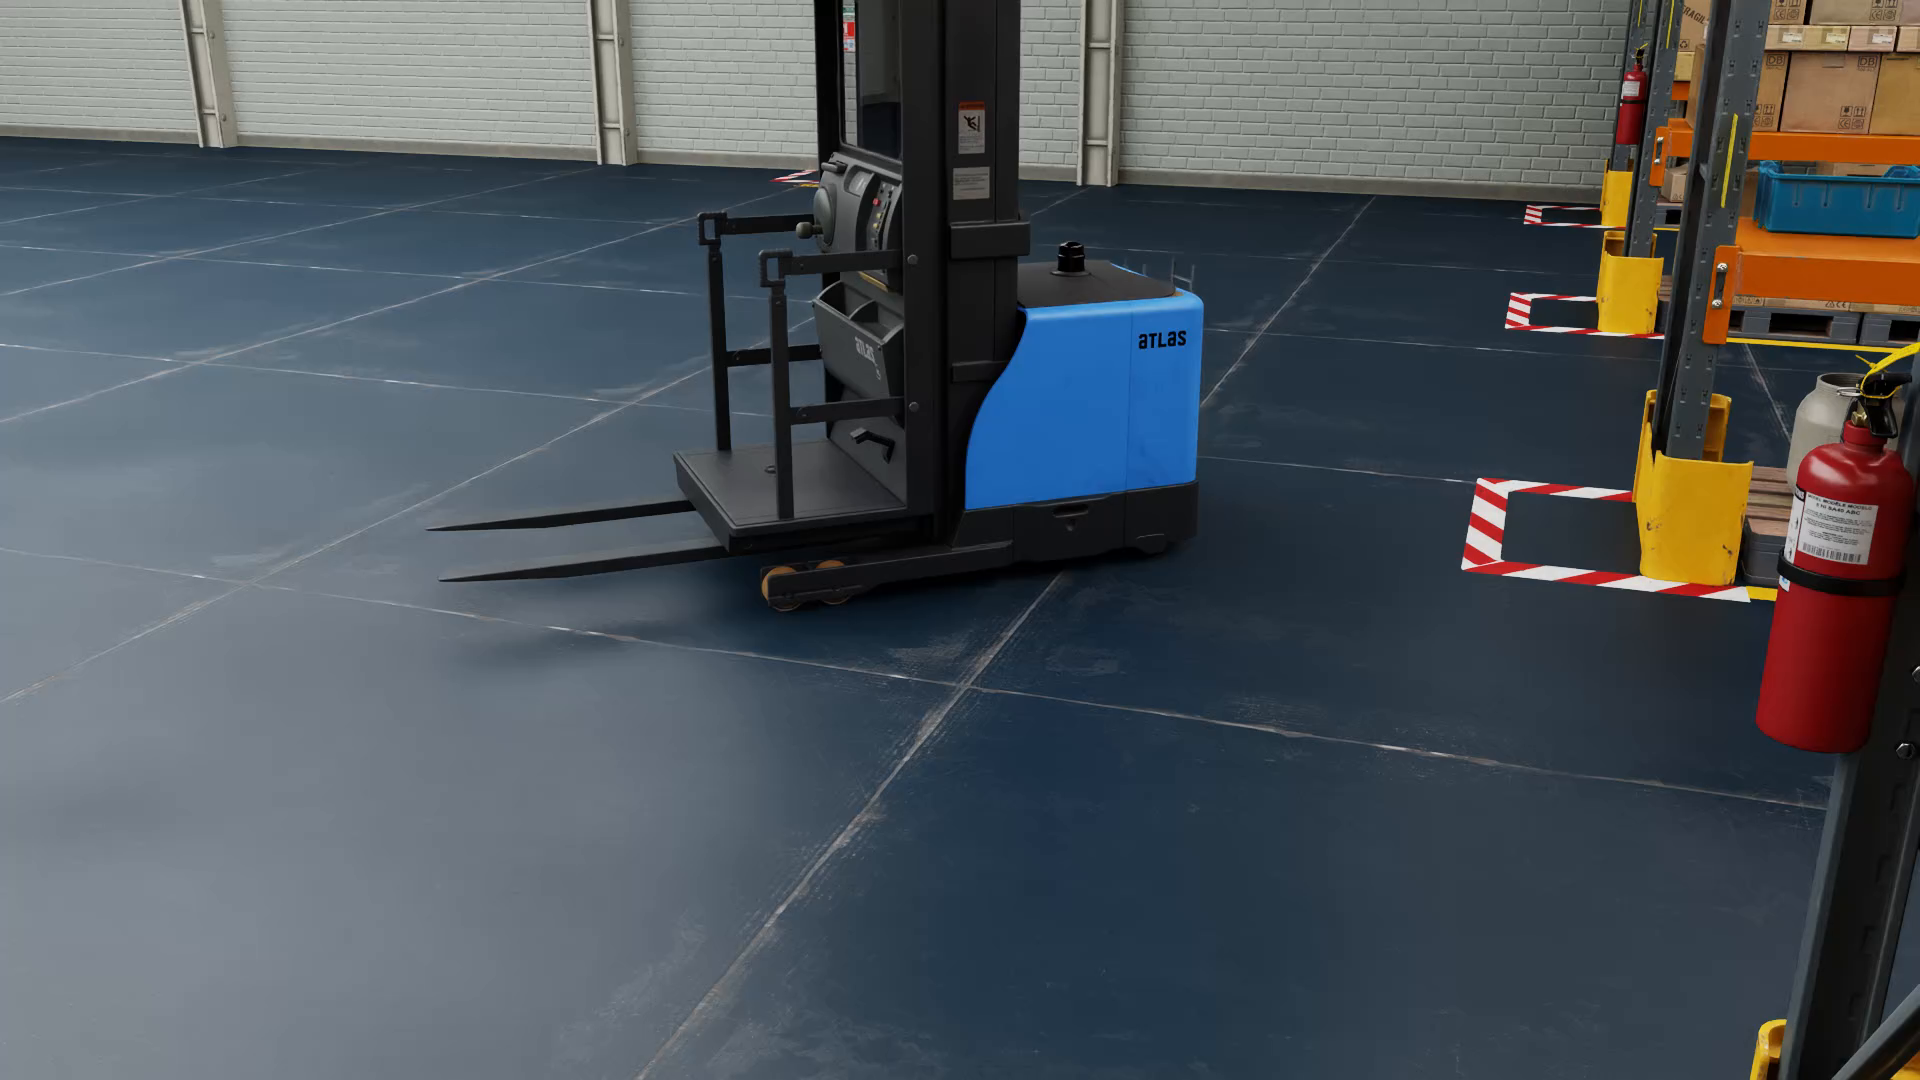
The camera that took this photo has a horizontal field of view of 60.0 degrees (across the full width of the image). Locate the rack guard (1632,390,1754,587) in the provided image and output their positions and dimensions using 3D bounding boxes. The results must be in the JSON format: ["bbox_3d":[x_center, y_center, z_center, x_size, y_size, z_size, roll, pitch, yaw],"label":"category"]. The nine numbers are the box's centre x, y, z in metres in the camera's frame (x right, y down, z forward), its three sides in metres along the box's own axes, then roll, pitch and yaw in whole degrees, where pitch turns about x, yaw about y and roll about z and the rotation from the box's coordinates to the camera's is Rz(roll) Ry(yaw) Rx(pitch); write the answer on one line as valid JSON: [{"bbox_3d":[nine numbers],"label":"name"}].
[{"bbox_3d":[3.075,-0.247,7.025,0.348,0.500,1.175,7,20,18],"label":"rack guard"}]

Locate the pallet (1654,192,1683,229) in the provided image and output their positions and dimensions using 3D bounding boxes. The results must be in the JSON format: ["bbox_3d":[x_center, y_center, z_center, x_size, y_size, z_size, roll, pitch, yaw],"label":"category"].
[{"bbox_3d":[7.066,-3.078,15.585,1.213,0.211,1.003,7,20,18],"label":"pallet"}]

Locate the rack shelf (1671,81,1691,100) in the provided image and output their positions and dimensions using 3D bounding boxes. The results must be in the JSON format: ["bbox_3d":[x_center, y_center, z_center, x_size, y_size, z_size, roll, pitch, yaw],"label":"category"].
[{"bbox_3d":[8.128,-3.946,14.931,4.000,0.370,1.077,7,20,18],"label":"rack shelf"}]

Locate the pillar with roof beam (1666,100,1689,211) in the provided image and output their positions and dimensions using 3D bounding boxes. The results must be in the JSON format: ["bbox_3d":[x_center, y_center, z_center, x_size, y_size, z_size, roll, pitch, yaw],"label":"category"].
[{"bbox_3d":[5.771,-6.189,11.160,0.400,9.000,9.100,7,20,18],"label":"pillar with roof beam"}]

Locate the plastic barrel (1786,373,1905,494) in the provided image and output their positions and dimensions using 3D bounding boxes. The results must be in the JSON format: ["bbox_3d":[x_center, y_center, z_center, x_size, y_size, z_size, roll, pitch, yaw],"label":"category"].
[{"bbox_3d":[3.634,-0.397,6.800,0.421,0.512,0.421,0,19,0],"label":"plastic barrel"}]

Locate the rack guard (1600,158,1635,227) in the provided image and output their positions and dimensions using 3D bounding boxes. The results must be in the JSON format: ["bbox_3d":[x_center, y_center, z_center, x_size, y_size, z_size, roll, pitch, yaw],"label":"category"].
[{"bbox_3d":[6.310,-3.313,15.820,0.348,0.500,1.175,7,20,18],"label":"rack guard"}]

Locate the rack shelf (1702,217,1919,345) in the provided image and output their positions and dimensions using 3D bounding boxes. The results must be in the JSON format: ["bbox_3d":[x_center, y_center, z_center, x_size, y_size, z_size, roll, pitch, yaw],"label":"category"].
[{"bbox_3d":[4.877,-0.865,6.094,4.000,0.370,1.077,7,20,18],"label":"rack shelf"}]

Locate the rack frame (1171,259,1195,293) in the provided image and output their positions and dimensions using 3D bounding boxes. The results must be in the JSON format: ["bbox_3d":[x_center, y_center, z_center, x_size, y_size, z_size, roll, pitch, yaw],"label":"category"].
[{"bbox_3d":[0.971,-0.749,7.633,0.008,1.050,0.200,-3,19,-21],"label":"rack frame"}]

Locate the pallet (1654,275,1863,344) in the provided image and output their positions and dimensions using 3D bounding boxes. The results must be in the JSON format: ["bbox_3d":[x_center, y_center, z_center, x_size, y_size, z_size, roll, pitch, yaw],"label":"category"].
[{"bbox_3d":[5.353,-1.574,11.272,1.213,0.211,1.003,7,20,18],"label":"pallet"}]

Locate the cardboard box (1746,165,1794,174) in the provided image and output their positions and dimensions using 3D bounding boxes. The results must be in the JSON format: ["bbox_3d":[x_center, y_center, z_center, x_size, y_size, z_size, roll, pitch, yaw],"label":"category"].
[{"bbox_3d":[7.401,-3.275,15.331,0.500,0.311,0.500,8,21,23],"label":"cardboard box"}]

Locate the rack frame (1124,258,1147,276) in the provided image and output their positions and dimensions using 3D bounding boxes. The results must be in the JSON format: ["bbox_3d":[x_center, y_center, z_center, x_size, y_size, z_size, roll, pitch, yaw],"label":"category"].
[{"bbox_3d":[0.743,-0.738,7.545,0.008,1.050,0.200,-3,19,-21],"label":"rack frame"}]

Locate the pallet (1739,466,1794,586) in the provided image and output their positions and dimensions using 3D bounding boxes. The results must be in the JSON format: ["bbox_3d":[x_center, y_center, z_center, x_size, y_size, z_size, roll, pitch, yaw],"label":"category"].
[{"bbox_3d":[3.840,-0.021,6.816,1.213,0.211,1.003,7,20,18],"label":"pallet"}]

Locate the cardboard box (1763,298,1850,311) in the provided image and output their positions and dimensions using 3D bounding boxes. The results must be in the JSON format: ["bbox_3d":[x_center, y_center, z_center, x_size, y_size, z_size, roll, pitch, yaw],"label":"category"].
[{"bbox_3d":[5.524,-1.681,10.880,0.500,0.250,0.500,7,20,18],"label":"cardboard box"}]

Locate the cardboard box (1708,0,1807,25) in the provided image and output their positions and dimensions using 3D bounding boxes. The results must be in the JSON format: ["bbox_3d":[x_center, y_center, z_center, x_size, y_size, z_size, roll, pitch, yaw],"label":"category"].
[{"bbox_3d":[5.103,-3.560,10.610,0.500,0.500,0.700,7,20,18],"label":"cardboard box"}]

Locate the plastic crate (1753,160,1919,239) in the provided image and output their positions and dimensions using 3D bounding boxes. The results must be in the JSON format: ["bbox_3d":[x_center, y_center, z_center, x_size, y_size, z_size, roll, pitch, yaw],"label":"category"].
[{"bbox_3d":[3.558,-1.390,6.732,0.616,0.251,0.499,7,20,18],"label":"plastic crate"}]

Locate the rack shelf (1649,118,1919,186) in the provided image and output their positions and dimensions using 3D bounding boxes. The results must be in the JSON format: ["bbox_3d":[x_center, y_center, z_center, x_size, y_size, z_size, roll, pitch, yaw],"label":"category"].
[{"bbox_3d":[6.506,-2.405,10.511,4.000,0.370,1.077,7,20,18],"label":"rack shelf"}]

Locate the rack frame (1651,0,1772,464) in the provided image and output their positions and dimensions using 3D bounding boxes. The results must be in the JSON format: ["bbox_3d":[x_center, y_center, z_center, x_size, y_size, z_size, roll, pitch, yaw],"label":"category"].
[{"bbox_3d":[2.987,-1.421,6.595,0.127,3.000,1.000,7,20,18],"label":"rack frame"}]

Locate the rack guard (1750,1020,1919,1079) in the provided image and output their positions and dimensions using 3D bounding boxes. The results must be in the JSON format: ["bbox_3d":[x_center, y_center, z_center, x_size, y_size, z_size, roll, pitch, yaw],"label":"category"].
[{"bbox_3d":[1.434,1.308,2.565,0.348,0.500,1.175,7,20,18],"label":"rack guard"}]

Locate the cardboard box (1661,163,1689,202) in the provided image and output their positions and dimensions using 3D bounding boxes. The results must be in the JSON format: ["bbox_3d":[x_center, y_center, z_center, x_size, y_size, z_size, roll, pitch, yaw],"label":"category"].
[{"bbox_3d":[6.863,-3.337,15.508,0.500,0.311,0.500,4,20,12],"label":"cardboard box"}]

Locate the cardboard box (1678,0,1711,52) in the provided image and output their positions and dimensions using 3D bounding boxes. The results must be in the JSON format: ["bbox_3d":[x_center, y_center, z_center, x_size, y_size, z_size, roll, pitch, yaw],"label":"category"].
[{"bbox_3d":[6.591,-4.649,14.914,0.500,0.500,0.500,7,20,18],"label":"cardboard box"}]

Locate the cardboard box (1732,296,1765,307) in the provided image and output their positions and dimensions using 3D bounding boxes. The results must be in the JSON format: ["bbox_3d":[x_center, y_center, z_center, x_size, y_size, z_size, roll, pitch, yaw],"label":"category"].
[{"bbox_3d":[5.050,-1.733,11.031,0.500,0.250,0.500,7,20,18],"label":"cardboard box"}]

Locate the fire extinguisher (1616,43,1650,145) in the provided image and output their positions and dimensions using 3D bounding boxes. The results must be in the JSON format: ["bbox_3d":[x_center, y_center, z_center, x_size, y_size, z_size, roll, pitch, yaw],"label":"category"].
[{"bbox_3d":[4.657,-3.081,11.476,0.183,0.674,0.296,7,20,18],"label":"fire extinguisher"}]

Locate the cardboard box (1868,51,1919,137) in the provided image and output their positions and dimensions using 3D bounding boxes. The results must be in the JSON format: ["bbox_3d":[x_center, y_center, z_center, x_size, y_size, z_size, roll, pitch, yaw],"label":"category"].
[{"bbox_3d":[6.018,-2.843,10.523,0.500,0.500,0.700,7,20,18],"label":"cardboard box"}]

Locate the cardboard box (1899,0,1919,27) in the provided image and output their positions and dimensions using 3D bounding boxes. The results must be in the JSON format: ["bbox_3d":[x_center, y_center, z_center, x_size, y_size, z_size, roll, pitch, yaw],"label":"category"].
[{"bbox_3d":[6.078,-3.451,10.297,0.500,0.500,0.700,7,20,18],"label":"cardboard box"}]

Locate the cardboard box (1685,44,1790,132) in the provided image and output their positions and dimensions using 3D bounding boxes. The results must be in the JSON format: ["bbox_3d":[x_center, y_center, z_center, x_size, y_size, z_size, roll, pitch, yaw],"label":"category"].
[{"bbox_3d":[5.053,-2.953,10.840,0.500,0.500,0.700,7,20,18],"label":"cardboard box"}]

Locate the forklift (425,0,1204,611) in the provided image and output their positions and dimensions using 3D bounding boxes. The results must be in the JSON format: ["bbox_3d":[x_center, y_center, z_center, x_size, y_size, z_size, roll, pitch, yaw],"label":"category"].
[{"bbox_3d":[-0.583,-1.310,6.382,3.031,2.935,1.130,-7,20,-20],"label":"forklift"}]

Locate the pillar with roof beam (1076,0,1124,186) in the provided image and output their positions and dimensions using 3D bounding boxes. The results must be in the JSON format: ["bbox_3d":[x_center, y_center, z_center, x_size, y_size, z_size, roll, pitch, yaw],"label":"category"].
[{"bbox_3d":[0.103,-6.837,13.019,0.400,9.000,9.100,7,20,18],"label":"pillar with roof beam"}]

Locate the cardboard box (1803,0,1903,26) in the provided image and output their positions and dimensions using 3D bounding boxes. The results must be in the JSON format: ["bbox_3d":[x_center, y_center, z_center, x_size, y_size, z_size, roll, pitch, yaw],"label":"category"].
[{"bbox_3d":[5.602,-3.505,10.452,0.500,0.500,0.700,6,20,17],"label":"cardboard box"}]

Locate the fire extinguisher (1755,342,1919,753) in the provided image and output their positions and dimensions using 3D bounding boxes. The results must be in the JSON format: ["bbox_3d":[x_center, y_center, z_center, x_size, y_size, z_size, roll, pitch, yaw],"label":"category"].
[{"bbox_3d":[1.405,0.000,2.637,0.183,0.674,0.296,7,20,18],"label":"fire extinguisher"}]

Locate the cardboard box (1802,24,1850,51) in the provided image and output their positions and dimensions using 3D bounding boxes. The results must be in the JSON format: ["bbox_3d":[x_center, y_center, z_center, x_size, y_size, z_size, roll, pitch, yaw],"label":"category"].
[{"bbox_3d":[5.402,-3.150,10.418,0.250,0.149,0.380,7,20,18],"label":"cardboard box"}]

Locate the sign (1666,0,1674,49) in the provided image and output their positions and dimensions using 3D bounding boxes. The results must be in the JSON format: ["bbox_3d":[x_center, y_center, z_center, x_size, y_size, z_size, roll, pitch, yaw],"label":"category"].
[{"bbox_3d":[4.429,-3.235,10.364,0.005,0.325,0.100,7,20,18],"label":"sign"}]

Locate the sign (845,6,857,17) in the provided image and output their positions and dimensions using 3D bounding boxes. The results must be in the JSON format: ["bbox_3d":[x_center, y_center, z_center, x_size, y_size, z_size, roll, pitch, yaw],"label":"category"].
[{"bbox_3d":[-1.293,-5.977,18.807,0.331,0.109,0.001,7,20,18],"label":"sign"}]

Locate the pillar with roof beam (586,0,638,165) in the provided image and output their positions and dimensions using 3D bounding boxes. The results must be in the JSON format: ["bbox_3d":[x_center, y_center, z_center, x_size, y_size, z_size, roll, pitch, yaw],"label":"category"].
[{"bbox_3d":[-5.564,-7.485,14.878,0.400,9.000,9.100,7,20,18],"label":"pillar with roof beam"}]

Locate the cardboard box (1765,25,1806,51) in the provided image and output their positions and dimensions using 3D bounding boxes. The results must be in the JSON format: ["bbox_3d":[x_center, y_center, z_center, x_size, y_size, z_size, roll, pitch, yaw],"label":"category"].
[{"bbox_3d":[5.167,-3.177,10.496,0.250,0.149,0.380,6,20,17],"label":"cardboard box"}]

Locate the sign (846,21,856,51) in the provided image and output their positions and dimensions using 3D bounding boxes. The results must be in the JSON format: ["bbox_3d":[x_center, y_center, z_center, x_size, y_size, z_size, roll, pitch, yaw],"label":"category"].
[{"bbox_3d":[-1.294,-5.730,18.904,0.234,0.329,0.001,7,20,18],"label":"sign"}]

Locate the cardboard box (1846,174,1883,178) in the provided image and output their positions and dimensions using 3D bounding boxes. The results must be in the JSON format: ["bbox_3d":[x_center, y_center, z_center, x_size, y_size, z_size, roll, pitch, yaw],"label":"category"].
[{"bbox_3d":[6.170,-2.146,11.075,0.500,0.500,0.500,7,20,18],"label":"cardboard box"}]

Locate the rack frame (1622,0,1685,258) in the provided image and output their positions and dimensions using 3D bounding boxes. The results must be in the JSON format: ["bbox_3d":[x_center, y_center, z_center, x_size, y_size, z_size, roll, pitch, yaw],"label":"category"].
[{"bbox_3d":[4.617,-2.961,11.013,0.127,3.000,1.000,7,20,18],"label":"rack frame"}]

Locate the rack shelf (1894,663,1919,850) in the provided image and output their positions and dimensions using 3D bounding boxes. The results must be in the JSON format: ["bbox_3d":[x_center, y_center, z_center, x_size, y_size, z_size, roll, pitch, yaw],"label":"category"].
[{"bbox_3d":[3.251,0.675,1.676,4.000,0.370,1.077,7,20,18],"label":"rack shelf"}]

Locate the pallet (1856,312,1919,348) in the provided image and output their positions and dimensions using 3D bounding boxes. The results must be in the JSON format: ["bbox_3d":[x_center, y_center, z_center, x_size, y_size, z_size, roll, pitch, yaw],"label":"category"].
[{"bbox_3d":[6.501,-1.442,10.892,1.213,0.211,1.003,7,20,18],"label":"pallet"}]

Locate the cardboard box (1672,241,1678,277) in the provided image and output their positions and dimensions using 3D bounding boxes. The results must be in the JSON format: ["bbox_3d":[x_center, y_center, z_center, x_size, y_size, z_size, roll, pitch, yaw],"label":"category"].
[{"bbox_3d":[5.220,-1.895,11.493,0.500,0.250,0.500,7,20,18],"label":"cardboard box"}]

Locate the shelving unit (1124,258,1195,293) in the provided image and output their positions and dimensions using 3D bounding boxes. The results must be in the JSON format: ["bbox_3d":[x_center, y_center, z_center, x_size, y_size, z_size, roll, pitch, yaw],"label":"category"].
[{"bbox_3d":[0.857,-0.744,7.589,0.252,1.050,0.215,-3,19,-21],"label":"shelving unit"}]

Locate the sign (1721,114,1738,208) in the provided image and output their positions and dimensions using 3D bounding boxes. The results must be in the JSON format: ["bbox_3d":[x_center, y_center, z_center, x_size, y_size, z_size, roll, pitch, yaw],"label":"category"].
[{"bbox_3d":[2.803,-1.381,6.061,0.005,0.325,0.100,7,20,18],"label":"sign"}]

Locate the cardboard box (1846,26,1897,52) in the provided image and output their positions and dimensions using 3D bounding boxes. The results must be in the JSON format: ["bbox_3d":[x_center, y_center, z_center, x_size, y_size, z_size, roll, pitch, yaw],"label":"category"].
[{"bbox_3d":[5.640,-3.122,10.338,0.250,0.149,0.380,6,20,17],"label":"cardboard box"}]

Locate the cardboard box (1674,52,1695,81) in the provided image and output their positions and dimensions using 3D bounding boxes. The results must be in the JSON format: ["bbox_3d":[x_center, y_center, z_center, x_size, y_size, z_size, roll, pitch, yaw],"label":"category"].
[{"bbox_3d":[6.595,-4.288,15.019,0.500,0.250,0.500,6,20,16],"label":"cardboard box"}]

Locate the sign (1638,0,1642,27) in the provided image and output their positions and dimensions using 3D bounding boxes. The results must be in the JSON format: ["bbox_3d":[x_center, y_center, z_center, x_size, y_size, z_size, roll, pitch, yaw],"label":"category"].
[{"bbox_3d":[6.061,-4.741,14.806,0.005,0.325,0.100,7,20,18],"label":"sign"}]

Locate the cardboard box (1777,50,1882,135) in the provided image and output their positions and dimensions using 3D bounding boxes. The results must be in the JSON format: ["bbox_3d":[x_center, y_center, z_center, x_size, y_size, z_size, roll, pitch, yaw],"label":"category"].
[{"bbox_3d":[5.551,-2.898,10.682,0.500,0.500,0.700,7,20,19],"label":"cardboard box"}]

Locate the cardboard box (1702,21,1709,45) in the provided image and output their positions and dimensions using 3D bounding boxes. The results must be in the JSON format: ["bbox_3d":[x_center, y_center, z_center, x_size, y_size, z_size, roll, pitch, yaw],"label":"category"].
[{"bbox_3d":[5.040,-3.332,10.941,0.250,0.149,0.380,6,20,17],"label":"cardboard box"}]

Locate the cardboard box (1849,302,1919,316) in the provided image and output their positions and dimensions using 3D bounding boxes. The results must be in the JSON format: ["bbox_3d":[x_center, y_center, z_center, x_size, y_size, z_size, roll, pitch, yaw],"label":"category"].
[{"bbox_3d":[5.996,-1.626,10.724,0.500,0.250,0.500,7,20,18],"label":"cardboard box"}]

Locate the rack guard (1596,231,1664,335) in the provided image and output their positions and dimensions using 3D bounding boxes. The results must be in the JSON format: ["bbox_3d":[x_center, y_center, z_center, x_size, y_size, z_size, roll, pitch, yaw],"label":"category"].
[{"bbox_3d":[4.594,-1.783,11.431,0.348,0.500,1.175,7,20,18],"label":"rack guard"}]

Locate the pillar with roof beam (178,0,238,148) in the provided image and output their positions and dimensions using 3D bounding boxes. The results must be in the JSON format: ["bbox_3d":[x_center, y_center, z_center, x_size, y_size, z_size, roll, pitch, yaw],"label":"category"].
[{"bbox_3d":[-11.232,-8.133,16.737,0.400,9.000,9.100,7,20,18],"label":"pillar with roof beam"}]

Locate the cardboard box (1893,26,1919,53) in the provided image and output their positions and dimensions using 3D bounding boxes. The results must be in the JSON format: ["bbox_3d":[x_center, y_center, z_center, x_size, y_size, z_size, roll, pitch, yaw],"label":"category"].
[{"bbox_3d":[5.892,-3.094,10.257,0.250,0.149,0.380,6,20,16],"label":"cardboard box"}]

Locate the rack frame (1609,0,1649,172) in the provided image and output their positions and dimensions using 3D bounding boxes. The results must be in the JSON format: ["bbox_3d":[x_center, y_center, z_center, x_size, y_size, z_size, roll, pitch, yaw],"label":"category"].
[{"bbox_3d":[6.239,-4.501,15.432,0.127,3.000,1.000,7,20,18],"label":"rack frame"}]

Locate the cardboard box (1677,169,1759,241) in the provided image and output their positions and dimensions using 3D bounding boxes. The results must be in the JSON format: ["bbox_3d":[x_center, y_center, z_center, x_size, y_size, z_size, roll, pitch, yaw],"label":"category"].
[{"bbox_3d":[5.221,-2.249,11.372,0.500,0.500,0.500,7,20,18],"label":"cardboard box"}]

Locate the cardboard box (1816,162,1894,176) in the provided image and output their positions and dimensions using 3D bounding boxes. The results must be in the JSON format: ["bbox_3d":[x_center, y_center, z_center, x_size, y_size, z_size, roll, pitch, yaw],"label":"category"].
[{"bbox_3d":[8.078,-3.270,15.028,0.500,0.500,0.700,5,20,15],"label":"cardboard box"}]
